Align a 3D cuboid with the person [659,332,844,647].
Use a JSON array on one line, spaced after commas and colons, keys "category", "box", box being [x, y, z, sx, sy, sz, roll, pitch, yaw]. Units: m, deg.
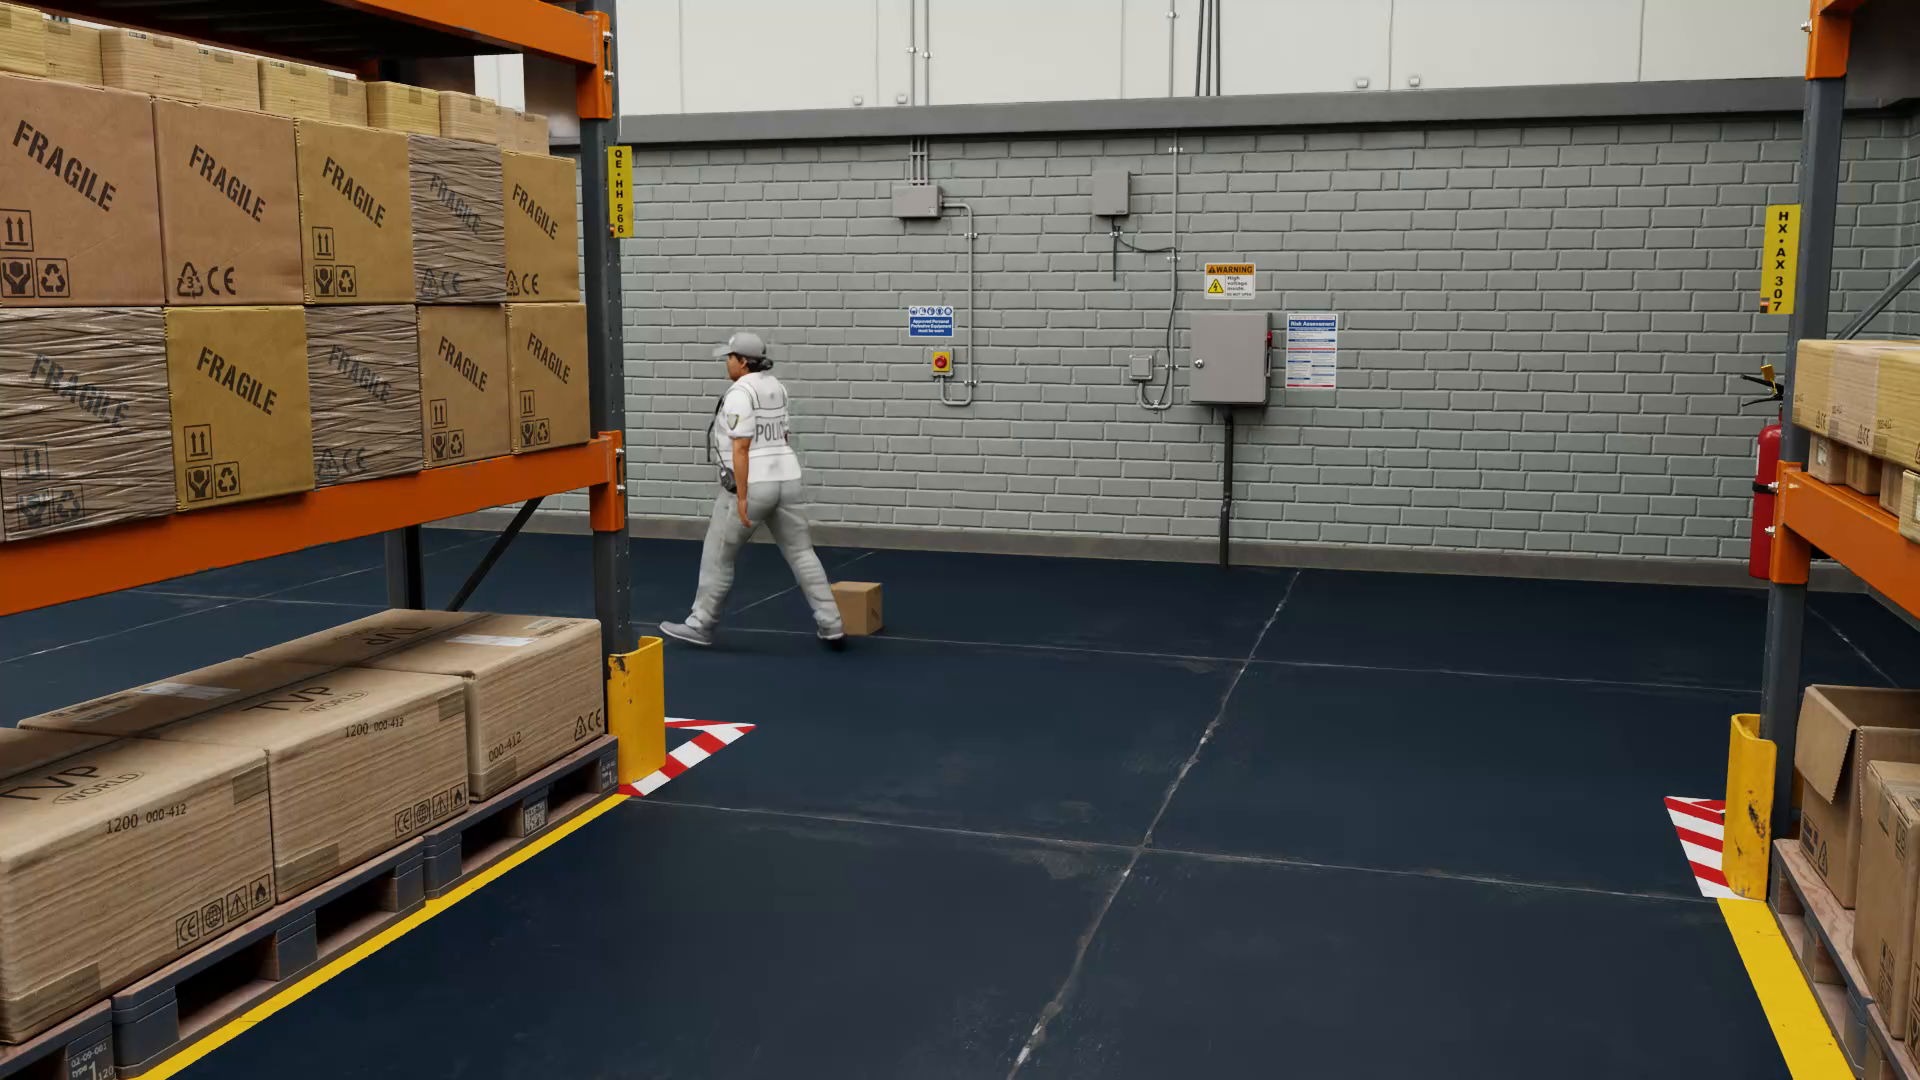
[{"category": "person", "box": [-1.054, -0.259, 8.598, 0.892, 1.623, 0.633, 5, 10, 33]}]
